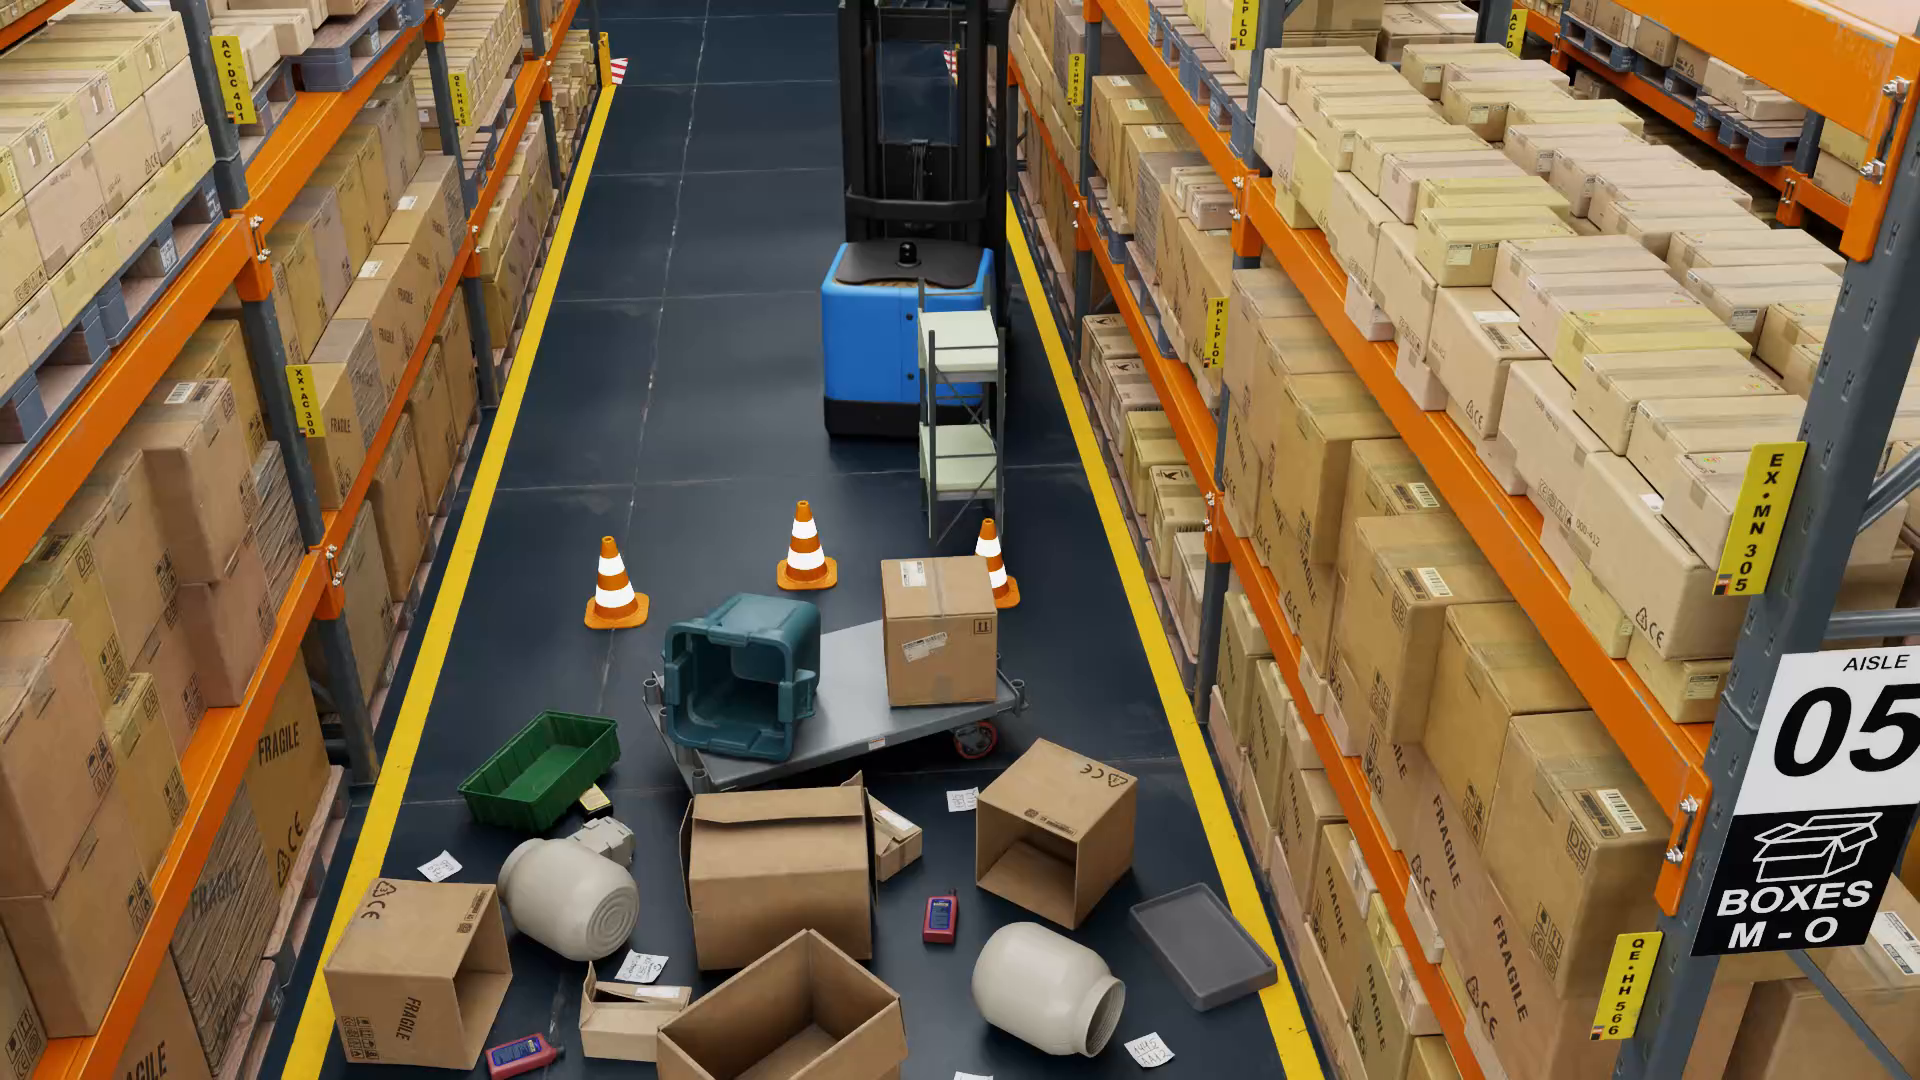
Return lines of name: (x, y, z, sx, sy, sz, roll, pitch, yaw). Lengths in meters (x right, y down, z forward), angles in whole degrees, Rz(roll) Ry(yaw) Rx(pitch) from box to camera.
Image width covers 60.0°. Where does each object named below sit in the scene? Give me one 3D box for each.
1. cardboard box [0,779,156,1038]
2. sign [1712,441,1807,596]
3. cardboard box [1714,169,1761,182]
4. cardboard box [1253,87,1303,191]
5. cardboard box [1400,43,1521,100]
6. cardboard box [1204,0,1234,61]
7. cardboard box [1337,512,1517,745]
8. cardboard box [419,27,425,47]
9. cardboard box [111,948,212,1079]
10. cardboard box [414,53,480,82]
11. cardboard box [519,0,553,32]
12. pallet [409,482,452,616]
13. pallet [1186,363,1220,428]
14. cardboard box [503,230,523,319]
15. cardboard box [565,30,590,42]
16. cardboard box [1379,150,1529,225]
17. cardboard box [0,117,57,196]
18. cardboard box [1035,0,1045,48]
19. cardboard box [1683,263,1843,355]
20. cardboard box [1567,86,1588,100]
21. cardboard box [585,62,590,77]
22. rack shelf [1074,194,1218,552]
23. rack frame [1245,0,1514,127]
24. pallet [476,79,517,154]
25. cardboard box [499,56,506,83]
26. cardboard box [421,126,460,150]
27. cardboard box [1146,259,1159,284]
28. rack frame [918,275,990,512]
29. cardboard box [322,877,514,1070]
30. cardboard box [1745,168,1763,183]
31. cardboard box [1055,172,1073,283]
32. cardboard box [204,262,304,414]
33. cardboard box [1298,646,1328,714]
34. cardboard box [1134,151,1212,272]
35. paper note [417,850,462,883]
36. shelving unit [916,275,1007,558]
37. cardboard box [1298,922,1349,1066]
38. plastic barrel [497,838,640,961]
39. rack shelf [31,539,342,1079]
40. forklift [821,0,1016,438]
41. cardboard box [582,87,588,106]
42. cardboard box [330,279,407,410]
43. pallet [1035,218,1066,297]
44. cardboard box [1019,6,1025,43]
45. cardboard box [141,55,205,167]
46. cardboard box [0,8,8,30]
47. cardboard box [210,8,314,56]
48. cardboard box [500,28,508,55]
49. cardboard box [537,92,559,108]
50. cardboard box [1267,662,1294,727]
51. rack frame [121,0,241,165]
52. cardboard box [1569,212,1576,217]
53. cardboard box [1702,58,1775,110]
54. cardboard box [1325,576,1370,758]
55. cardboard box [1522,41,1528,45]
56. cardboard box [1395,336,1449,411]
cardboard box: (-2.958, 1.081, 4.869, 0.875, 0.550, 0.550, -3, 31, -5)
sign: (1.486, -0.036, 3.096, 0.100, 0.325, 0.005, -3, 31, -5)
cardboard box: (5.920, -2.745, 12.817, 0.380, 0.149, 0.250, -2, 31, -3)
cardboard box: (1.436, -1.540, 6.334, 0.500, 0.250, 0.500, -3, 31, -6)
cardboard box: (1.914, -1.797, 6.376, 0.380, 0.149, 0.250, -2, 31, -4)
cardboard box: (1.426, -2.380, 7.621, 0.500, 0.250, 0.500, -2, 31, -4)
cardboard box: (1.586, 0.251, 5.042, 0.700, 0.500, 0.500, -3, 31, -5)
cardboard box: (-4.370, -3.935, 12.958, 0.380, 0.149, 0.250, -2, 31, -3)
cardboard box: (-3.092, 1.844, 5.400, 0.875, 0.875, 0.875, -3, 31, -5)
cardboard box: (-3.573, -3.289, 11.586, 0.380, 0.149, 0.250, -1, 31, -2)
cardboard box: (-3.795, -4.658, 14.235, 0.500, 0.500, 0.500, -3, 31, -5)
pallet: (-3.516, 0.045, 9.469, 1.003, 0.211, 1.213, -3, 31, -5)
pallet: (1.741, -0.741, 8.253, 1.003, 0.211, 1.213, -3, 31, -5)
cardboard box: (-3.488, -1.917, 12.062, 0.500, 0.500, 0.500, -2, 31, -4)
cardboard box: (-4.071, -5.218, 17.351, 0.380, 0.149, 0.250, -2, 31, -4)
cardboard box: (1.548, -1.110, 5.225, 0.380, 0.149, 0.250, -3, 31, -5)
cardboard box: (-2.783, -1.067, 4.647, 0.380, 0.149, 0.250, -3, 31, -5)
cardboard box: (0.849, -3.966, 12.393, 0.500, 0.500, 0.500, -3, 31, -5)
cardboard box: (2.142, -0.610, 4.388, 0.380, 0.149, 0.250, -3, 31, -5)
cardboard box: (5.630, -3.940, 14.817, 0.380, 0.149, 0.250, -1, 31, -2)
cardboard box: (-3.989, -4.827, 16.987, 0.380, 0.149, 0.250, -4, 31, -7)
rack shelf: (1.480, -1.139, 9.433, 1.077, 0.370, 4.000, -3, 31, -5)
rack frame: (1.667, -3.002, 6.001, 1.000, 3.000, 0.127, -3, 31, -5)
pallet: (-3.851, -3.106, 12.212, 1.003, 0.211, 1.213, -3, 31, -5)
cardboard box: (-3.664, -3.572, 12.640, 0.380, 0.149, 0.250, -4, 31, -7)
cardboard box: (-3.471, -2.636, 10.784, 0.380, 0.149, 0.250, -1, 31, -2)
cardboard box: (1.241, -1.539, 9.237, 0.380, 0.149, 0.250, -2, 31, -3)
rack frame: (-0.034, -0.827, 9.673, 0.400, 1.500, 0.023, -3, 31, -5)
cardboard box: (-2.085, 1.678, 6.451, 0.500, 0.500, 0.500, 2, 31, 4)
cardboard box: (6.390, -2.910, 13.091, 0.380, 0.149, 0.250, -3, 31, -6)
cardboard box: (1.232, -2.549, 12.755, 0.875, 0.875, 0.875, -2, 31, -4)
cardboard box: (-3.304, -0.863, 7.197, 0.700, 0.500, 0.500, -3, 31, -5)
cardboard box: (1.487, 0.511, 6.214, 0.380, 0.149, 0.250, -3, 31, -4)
cardboard box: (1.256, -1.787, 9.019, 0.500, 0.500, 0.500, -4, 31, -6)
paper note: (-2.287, 1.437, 7.315, 0.142, 0.020, 0.147, 27, 40, 37)
shelving unit: (0.001, -0.640, 9.360, 0.431, 1.500, 0.755, -3, 31, -5)
cardboard box: (1.603, 1.684, 6.277, 0.500, 0.250, 0.500, -4, 31, -6)
plastic barrel: (-1.619, 1.474, 6.870, 0.512, 0.421, 0.421, 20, 36, 29)
rack shelf: (-3.065, 1.192, 5.530, 1.077, 0.370, 4.000, -3, 31, -5)
forklift: (-0.210, -2.633, 11.300, 1.130, 2.935, 3.031, 3, 31, 5)
cardboard box: (-3.930, -4.444, 16.635, 0.380, 0.149, 0.250, -4, 31, -7)
cardboard box: (-3.125, -0.975, 8.360, 0.500, 0.500, 0.500, -3, 31, -5)
pallet: (1.184, -2.299, 13.393, 1.003, 0.211, 1.213, -3, 31, -5)
cardboard box: (0.757, -4.158, 13.445, 0.500, 0.250, 0.500, -2, 31, -4)
cardboard box: (-2.950, -1.473, 5.715, 0.500, 0.250, 0.500, -3, 31, -5)
cardboard box: (-8.744, -4.629, 14.819, 0.380, 0.149, 0.250, -3, 31, -5)
cardboard box: (-3.124, -2.269, 7.436, 0.380, 0.149, 0.250, -3, 31, -5)
cardboard box: (-3.689, -3.828, 12.779, 0.380, 0.149, 0.250, -4, 31, -6)
cardboard box: (-3.912, -4.022, 15.349, 0.380, 0.149, 0.250, -4, 31, -6)
cardboard box: (1.455, 0.616, 6.701, 0.380, 0.149, 0.250, -2, 31, -3)
rack frame: (-3.252, -2.713, 5.517, 1.000, 3.000, 0.127, -3, 31, -5)
cardboard box: (2.058, -1.046, 5.507, 0.500, 0.250, 0.500, -3, 31, -5)
cardboard box: (5.814, -3.347, 12.166, 0.500, 0.250, 0.500, -4, 31, -7)
cardboard box: (1.602, 0.410, 5.751, 0.500, 0.500, 0.500, -2, 31, -4)
cardboard box: (5.441, -4.870, 17.007, 0.500, 0.500, 0.500, -2, 31, -4)
cardboard box: (1.541, -0.515, 5.007, 0.380, 0.149, 0.250, -3, 31, -5)
